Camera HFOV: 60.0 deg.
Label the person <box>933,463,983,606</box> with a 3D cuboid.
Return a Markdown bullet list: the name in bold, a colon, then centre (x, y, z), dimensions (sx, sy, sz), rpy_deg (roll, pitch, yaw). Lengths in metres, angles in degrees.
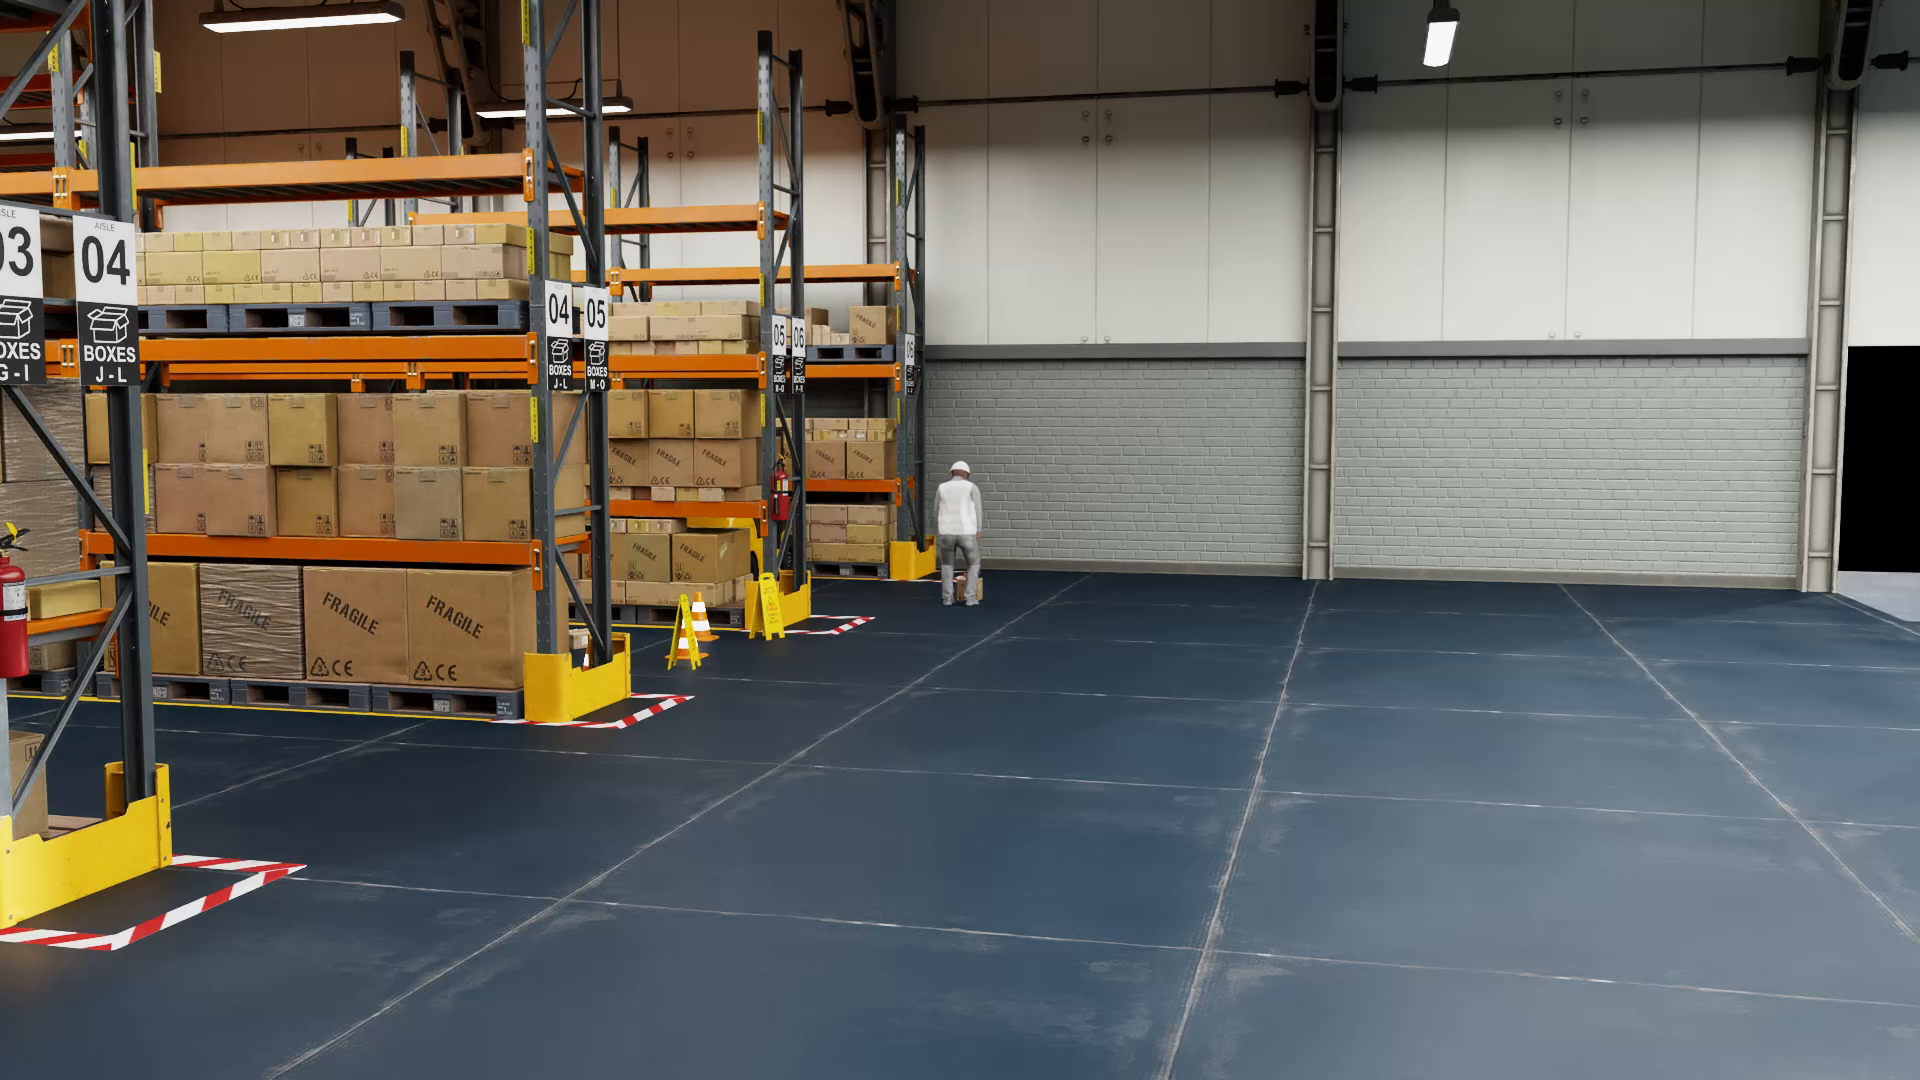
- **person**: centre (-0.030, -0.068, 19.094), dimensions (0.581, 1.628, 0.604), rpy_deg (1, 5, 14)
